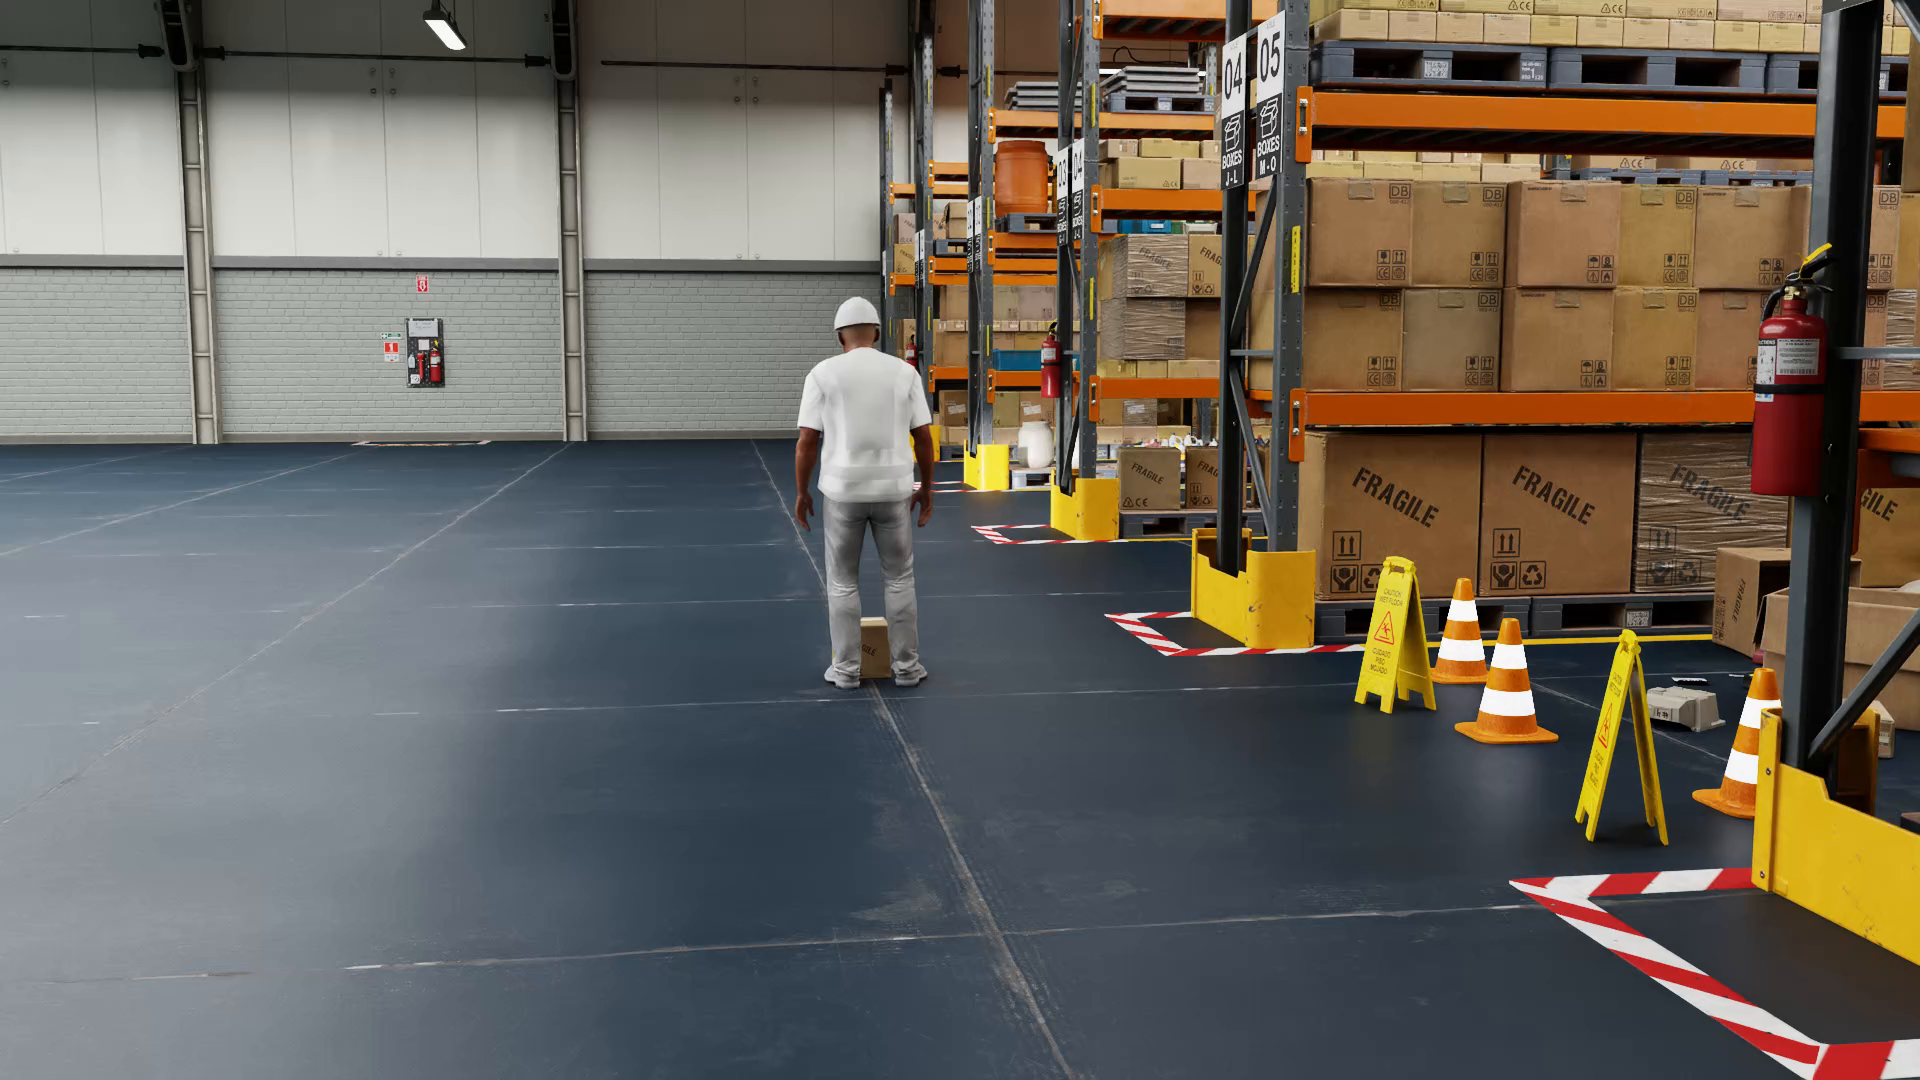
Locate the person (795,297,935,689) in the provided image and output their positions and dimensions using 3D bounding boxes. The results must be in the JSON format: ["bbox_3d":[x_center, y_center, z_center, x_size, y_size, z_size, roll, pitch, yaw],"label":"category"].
[{"bbox_3d":[-0.429,-0.216,7.542,0.638,1.761,0.457,-1,7,-11],"label":"person"}]
